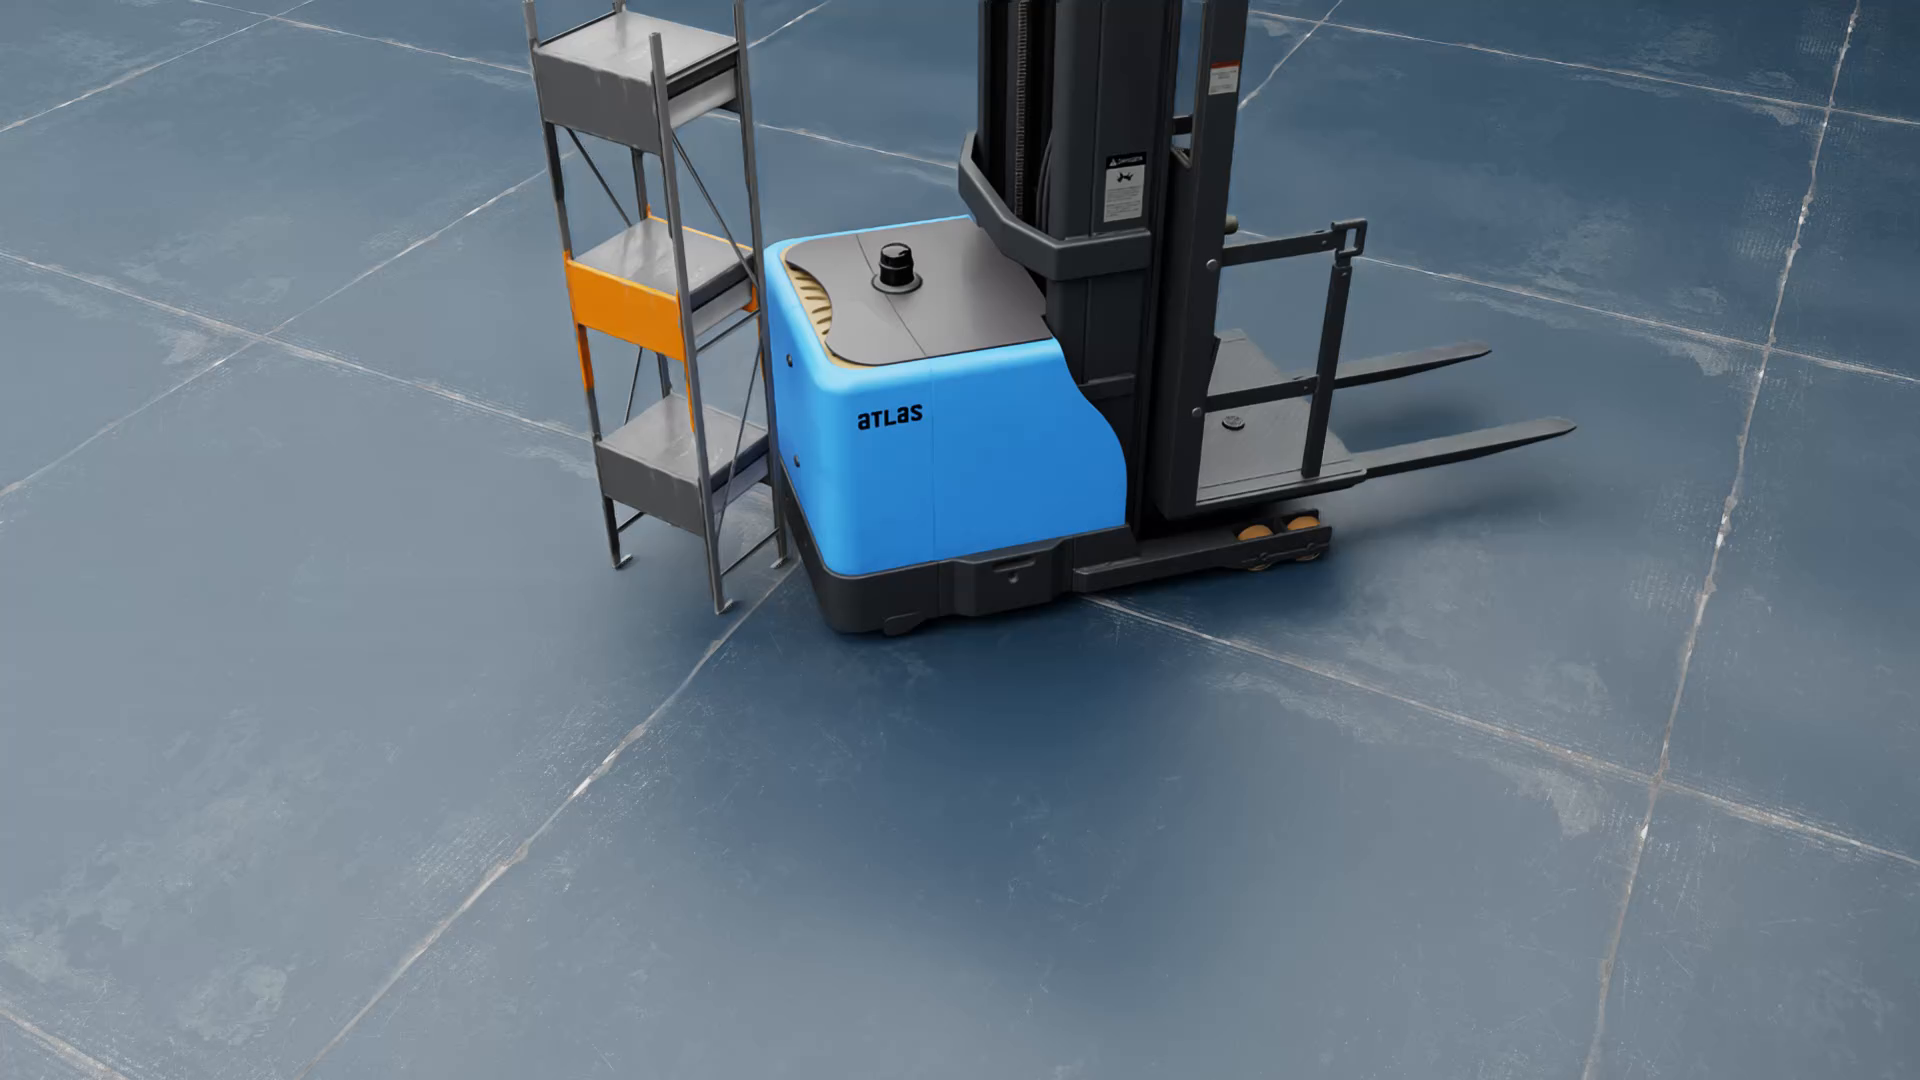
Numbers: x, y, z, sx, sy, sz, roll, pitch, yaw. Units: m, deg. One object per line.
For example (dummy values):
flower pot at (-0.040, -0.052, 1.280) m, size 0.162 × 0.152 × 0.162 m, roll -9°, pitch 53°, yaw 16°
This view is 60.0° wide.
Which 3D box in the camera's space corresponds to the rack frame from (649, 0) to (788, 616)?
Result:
rack frame at (-0.753, -0.670, 5.396) m, size 0.015 × 2.100 × 0.400 m, roll 21°, pitch 42°, yaw 26°

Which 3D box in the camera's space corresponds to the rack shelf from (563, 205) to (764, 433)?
rack shelf at (-0.958, -0.739, 5.510) m, size 0.480 × 0.518 × 0.431 m, roll 21°, pitch 42°, yaw 26°

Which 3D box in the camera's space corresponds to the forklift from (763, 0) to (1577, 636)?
forklift at (0.855, -1.349, 5.603) m, size 3.031 × 2.935 × 1.130 m, roll -11°, pitch 38°, yaw -14°

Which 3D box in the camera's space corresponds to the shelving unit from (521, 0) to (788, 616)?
shelving unit at (-0.958, -0.750, 5.502) m, size 0.503 × 2.100 × 0.431 m, roll 21°, pitch 42°, yaw 26°

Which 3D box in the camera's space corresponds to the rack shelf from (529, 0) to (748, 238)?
rack shelf at (-0.958, -1.297, 5.087) m, size 0.480 × 0.518 × 0.431 m, roll 21°, pitch 42°, yaw 26°

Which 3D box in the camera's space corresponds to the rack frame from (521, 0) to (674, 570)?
rack frame at (-1.163, -0.830, 5.607) m, size 0.015 × 2.100 × 0.400 m, roll 21°, pitch 42°, yaw 26°

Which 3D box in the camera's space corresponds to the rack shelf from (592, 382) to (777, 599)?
rack shelf at (-0.958, -0.182, 5.933) m, size 0.480 × 0.518 × 0.431 m, roll 21°, pitch 42°, yaw 26°
